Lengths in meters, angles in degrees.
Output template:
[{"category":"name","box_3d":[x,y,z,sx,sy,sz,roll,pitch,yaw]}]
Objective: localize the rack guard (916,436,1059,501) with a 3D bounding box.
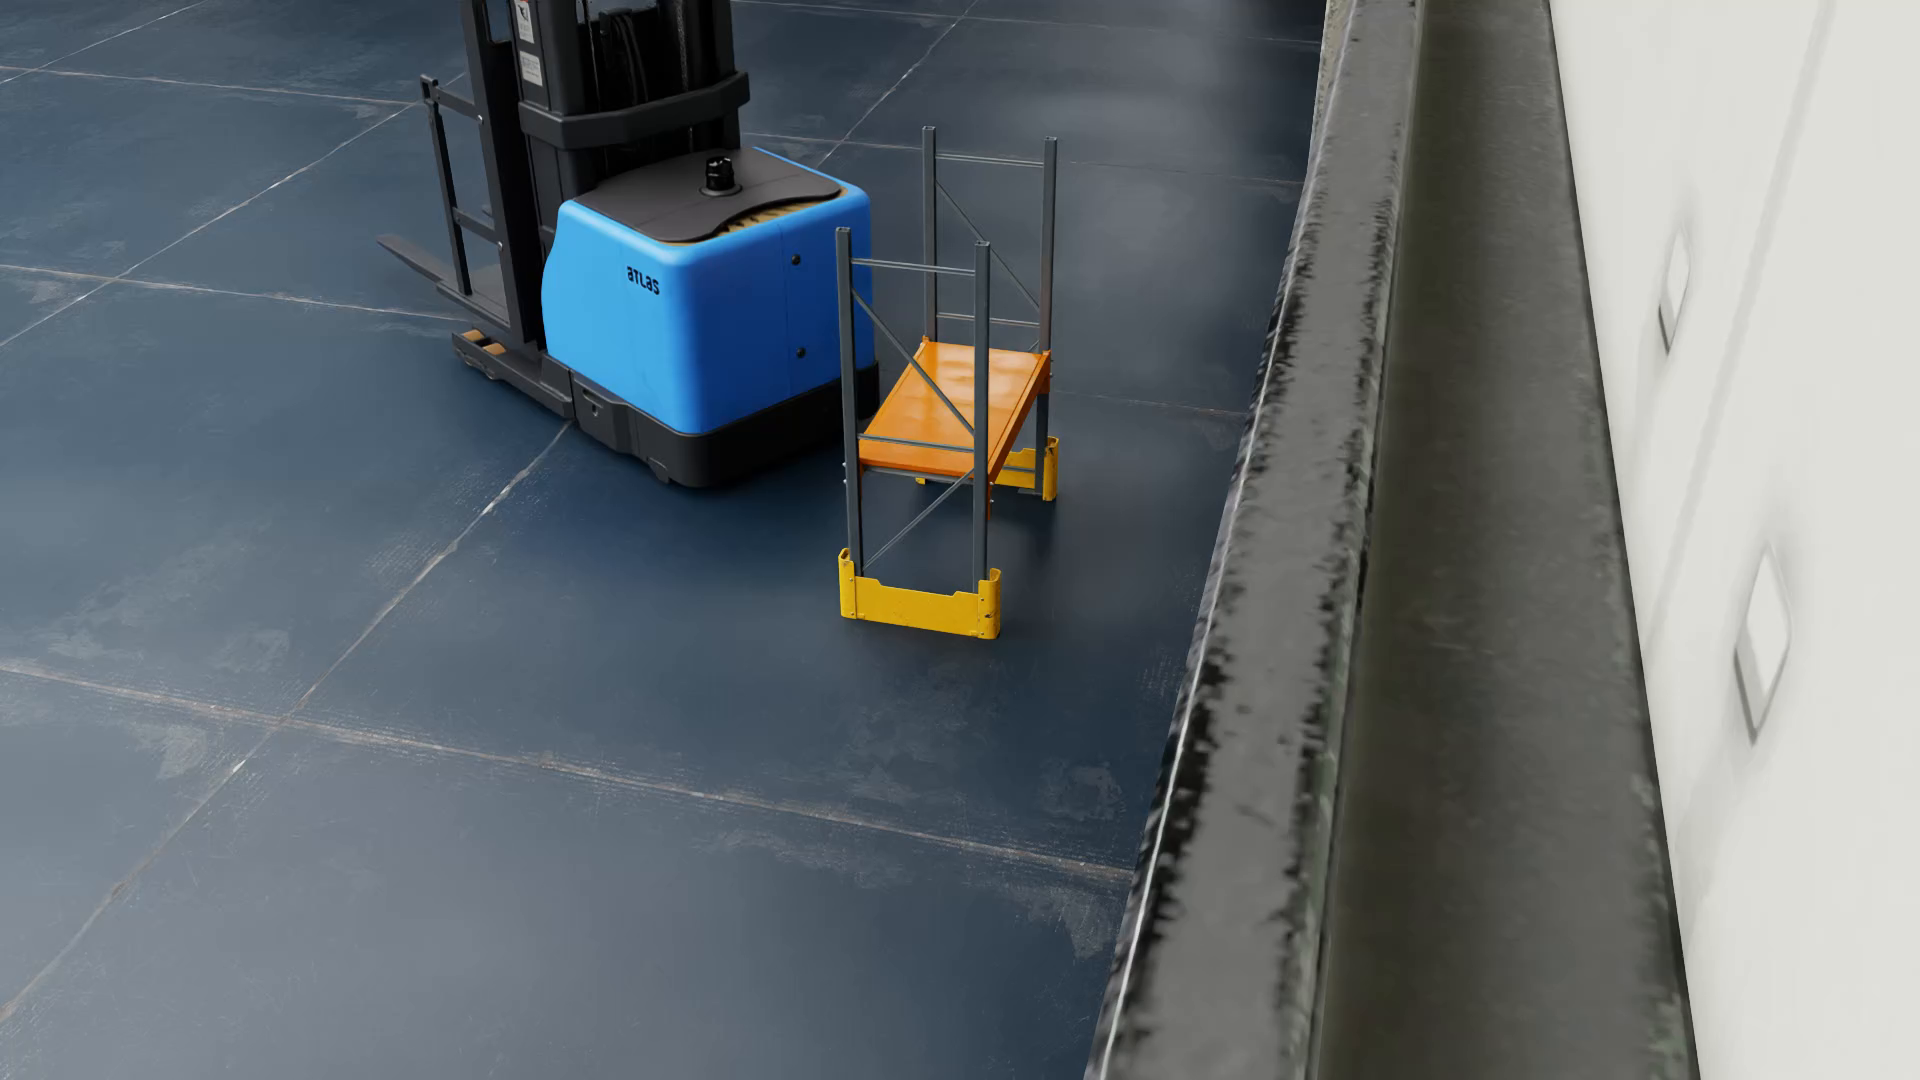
[{"category":"rack guard","box_3d":[0.107,-0.324,6.807,0.587,0.250,0.087,8,33,12]}]

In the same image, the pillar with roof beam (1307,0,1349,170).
[{"category":"pillar with roof beam","box_3d":[-3.228,-3.330,3.381,9.100,9.000,0.400,8,33,12]}]

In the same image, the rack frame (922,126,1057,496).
[{"category":"rack frame","box_3d":[0.107,-0.852,6.473,0.500,1.500,0.032,8,33,12]}]

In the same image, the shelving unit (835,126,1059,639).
[{"category":"shelving unit","box_3d":[-0.019,-0.593,6.065,0.587,1.500,1.083,8,33,12]}]

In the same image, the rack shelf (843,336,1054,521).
[{"category":"rack shelf","box_3d":[-0.022,-0.437,6.155,0.538,0.185,1.000,8,33,12]}]

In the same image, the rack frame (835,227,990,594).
[{"category":"rack frame","box_3d":[-0.151,-0.325,5.643,0.500,1.500,0.032,8,33,12]}]

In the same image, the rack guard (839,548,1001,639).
[{"category":"rack guard","box_3d":[-0.146,0.192,5.994,0.587,0.250,0.087,8,33,12]}]

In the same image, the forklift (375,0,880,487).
[{"category":"forklift","box_3d":[-1.730,-2.146,7.174,1.130,2.935,3.031,-27,41,-36]}]
